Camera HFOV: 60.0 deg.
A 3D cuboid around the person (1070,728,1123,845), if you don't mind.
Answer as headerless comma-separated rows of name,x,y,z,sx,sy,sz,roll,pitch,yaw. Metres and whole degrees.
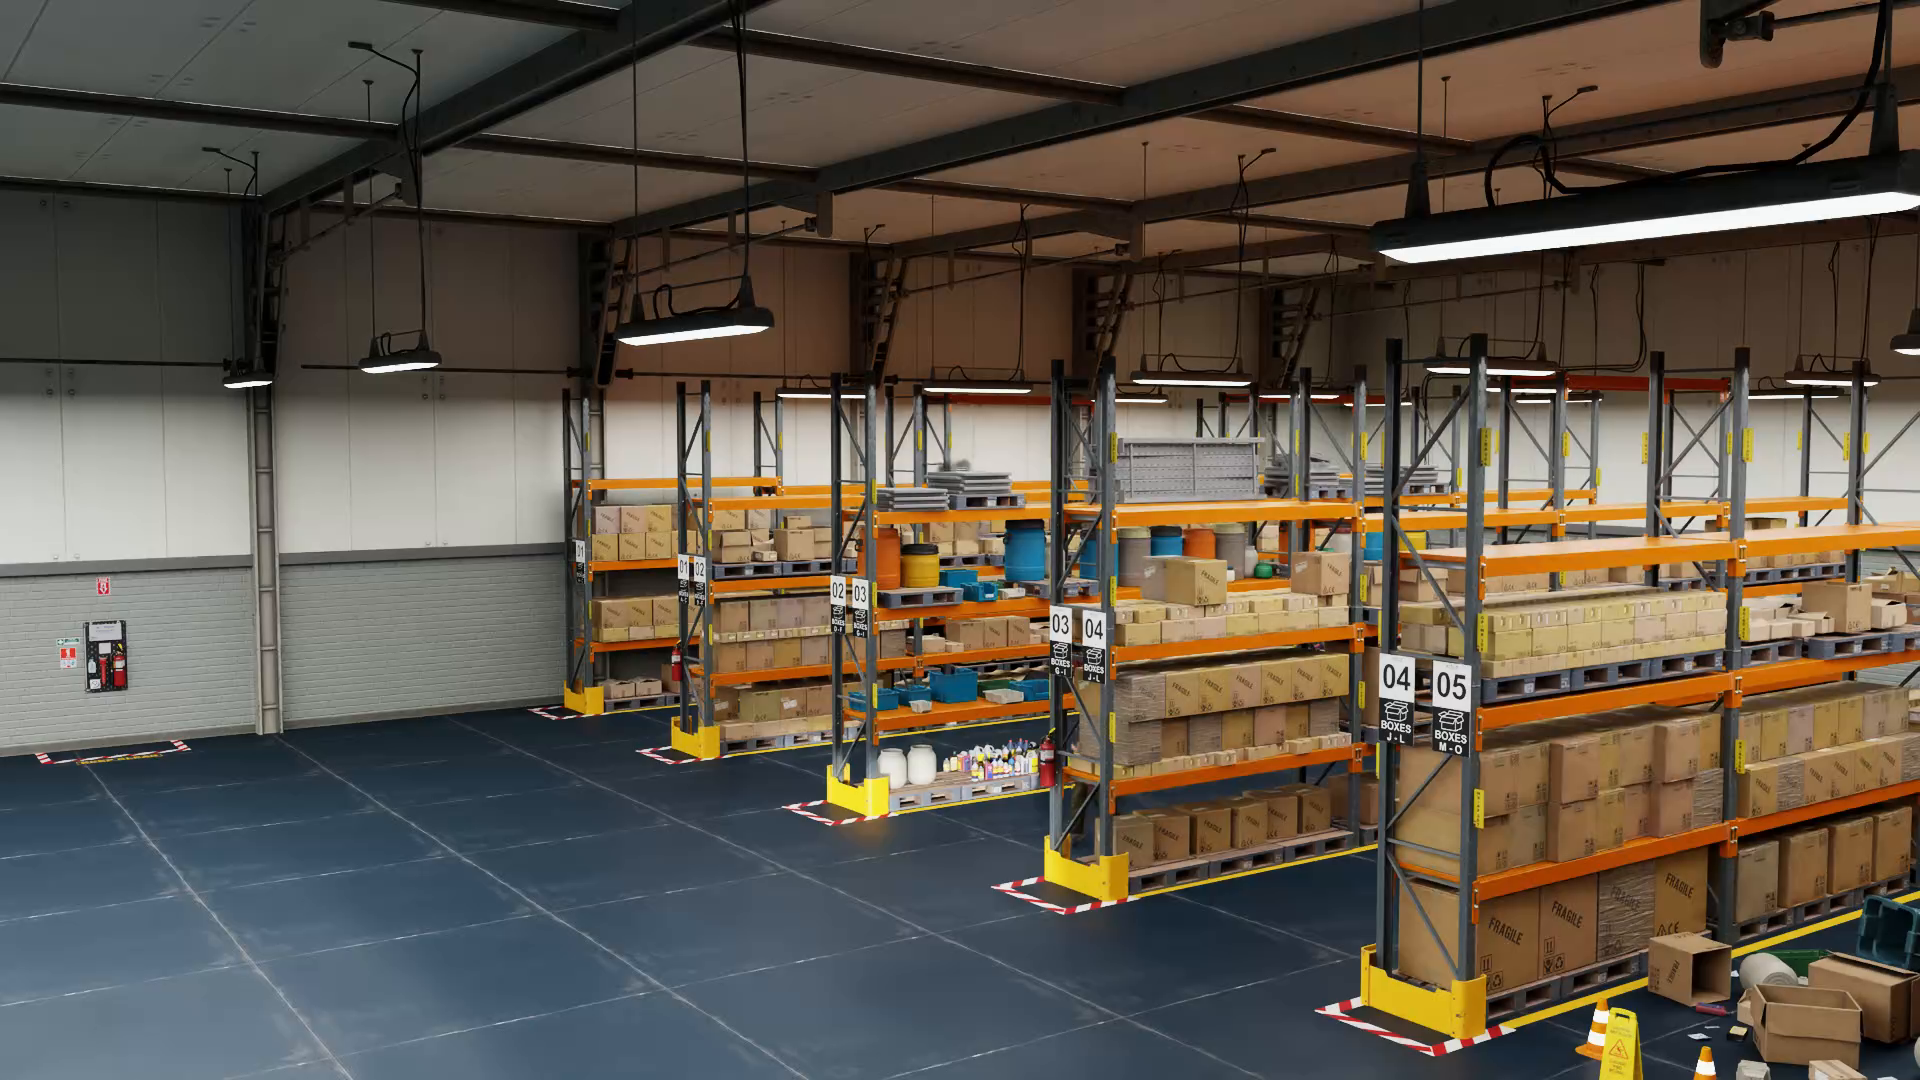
person,1.703,2.962,20.917,0.979,1.747,0.680,-2,4,-30
